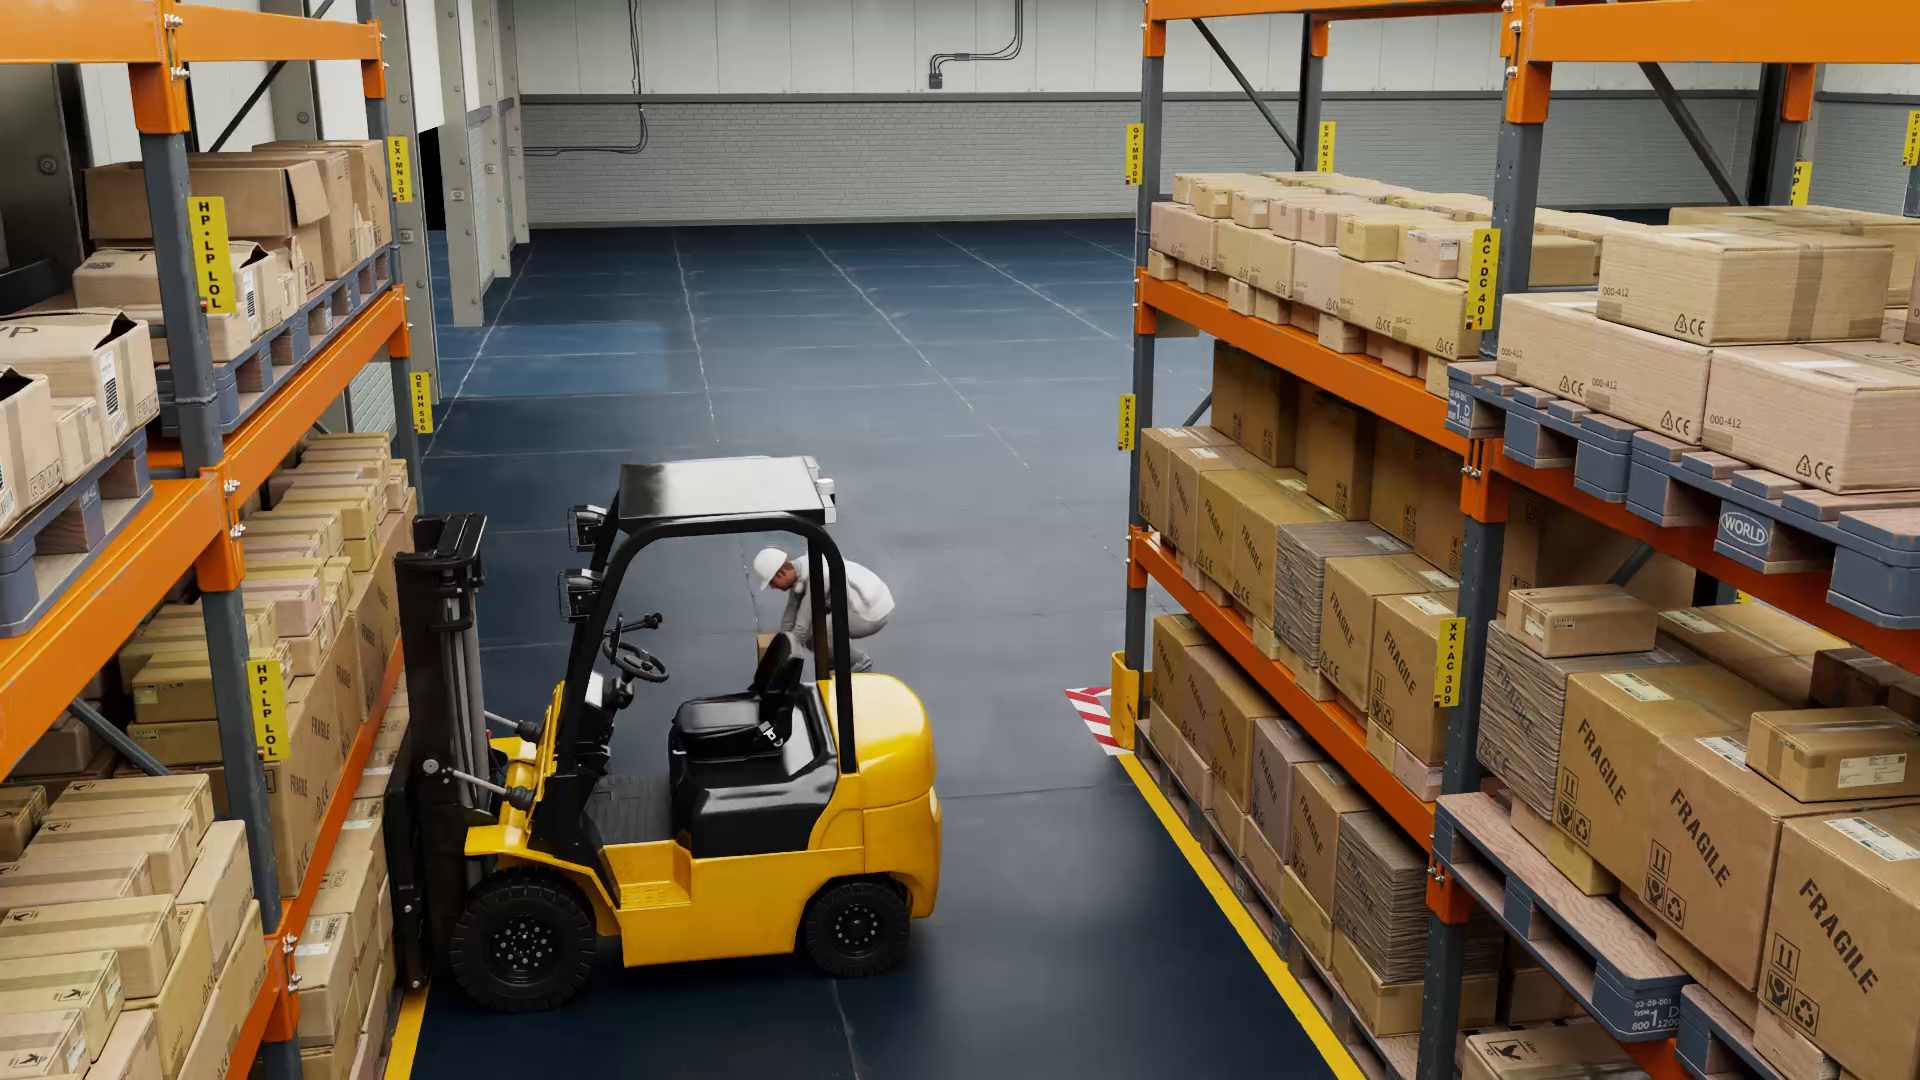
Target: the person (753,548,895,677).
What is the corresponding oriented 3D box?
[{"bbox_3d":[-0.896,0.460,10.976,0.916,0.903,0.525,-3,17,-10],"label":"person"}]
